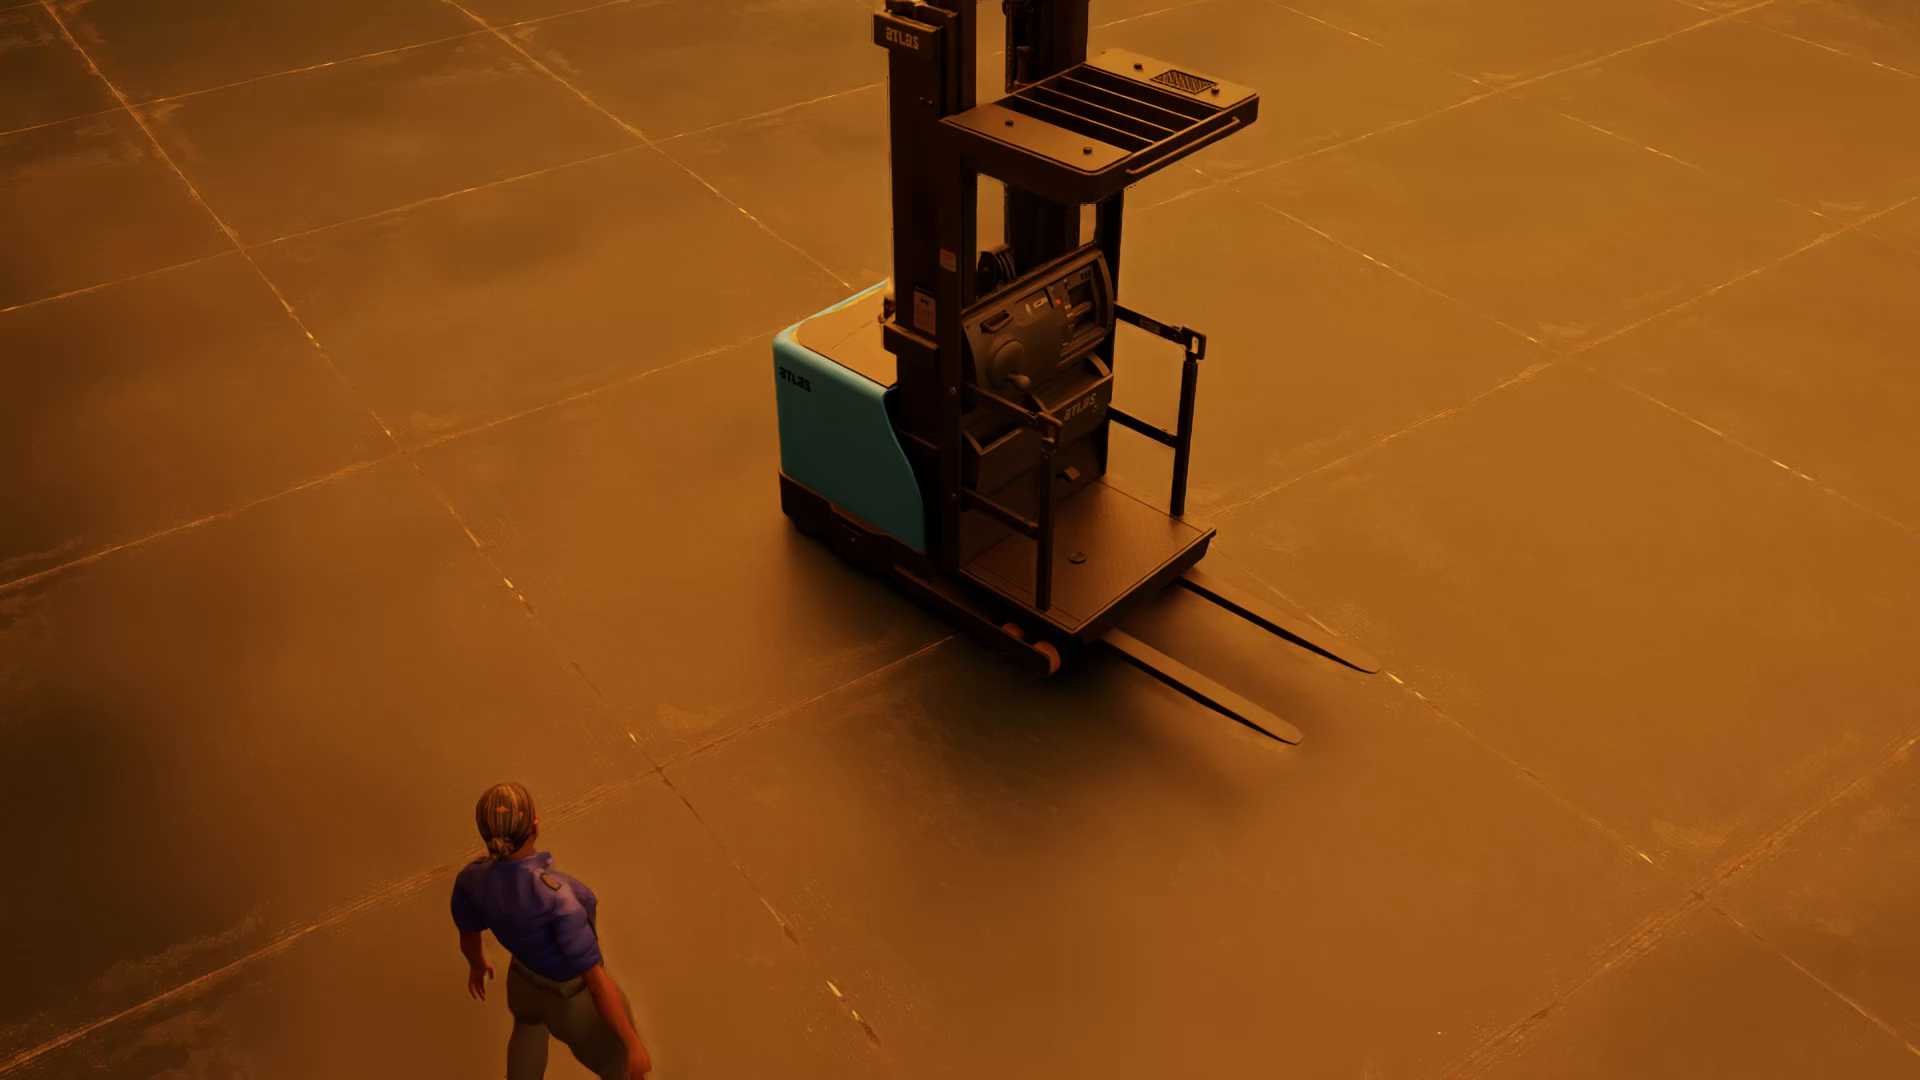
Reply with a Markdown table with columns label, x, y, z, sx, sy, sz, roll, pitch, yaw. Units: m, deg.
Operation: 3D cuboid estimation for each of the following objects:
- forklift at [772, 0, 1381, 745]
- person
| label | x | y | z | sx | sy | sz | roll | pitch | yaw |
| --- | --- | --- | --- | --- | --- | --- | --- | --- | --- |
| forklift | 0.508 | -0.907 | 7.172 | 3.031 | 2.935 | 1.130 | 29 | 45 | 33 |
| person | -1.280 | 1.449 | 5.145 | 0.817 | 1.606 | 0.470 | 20 | 41 | 25 |
